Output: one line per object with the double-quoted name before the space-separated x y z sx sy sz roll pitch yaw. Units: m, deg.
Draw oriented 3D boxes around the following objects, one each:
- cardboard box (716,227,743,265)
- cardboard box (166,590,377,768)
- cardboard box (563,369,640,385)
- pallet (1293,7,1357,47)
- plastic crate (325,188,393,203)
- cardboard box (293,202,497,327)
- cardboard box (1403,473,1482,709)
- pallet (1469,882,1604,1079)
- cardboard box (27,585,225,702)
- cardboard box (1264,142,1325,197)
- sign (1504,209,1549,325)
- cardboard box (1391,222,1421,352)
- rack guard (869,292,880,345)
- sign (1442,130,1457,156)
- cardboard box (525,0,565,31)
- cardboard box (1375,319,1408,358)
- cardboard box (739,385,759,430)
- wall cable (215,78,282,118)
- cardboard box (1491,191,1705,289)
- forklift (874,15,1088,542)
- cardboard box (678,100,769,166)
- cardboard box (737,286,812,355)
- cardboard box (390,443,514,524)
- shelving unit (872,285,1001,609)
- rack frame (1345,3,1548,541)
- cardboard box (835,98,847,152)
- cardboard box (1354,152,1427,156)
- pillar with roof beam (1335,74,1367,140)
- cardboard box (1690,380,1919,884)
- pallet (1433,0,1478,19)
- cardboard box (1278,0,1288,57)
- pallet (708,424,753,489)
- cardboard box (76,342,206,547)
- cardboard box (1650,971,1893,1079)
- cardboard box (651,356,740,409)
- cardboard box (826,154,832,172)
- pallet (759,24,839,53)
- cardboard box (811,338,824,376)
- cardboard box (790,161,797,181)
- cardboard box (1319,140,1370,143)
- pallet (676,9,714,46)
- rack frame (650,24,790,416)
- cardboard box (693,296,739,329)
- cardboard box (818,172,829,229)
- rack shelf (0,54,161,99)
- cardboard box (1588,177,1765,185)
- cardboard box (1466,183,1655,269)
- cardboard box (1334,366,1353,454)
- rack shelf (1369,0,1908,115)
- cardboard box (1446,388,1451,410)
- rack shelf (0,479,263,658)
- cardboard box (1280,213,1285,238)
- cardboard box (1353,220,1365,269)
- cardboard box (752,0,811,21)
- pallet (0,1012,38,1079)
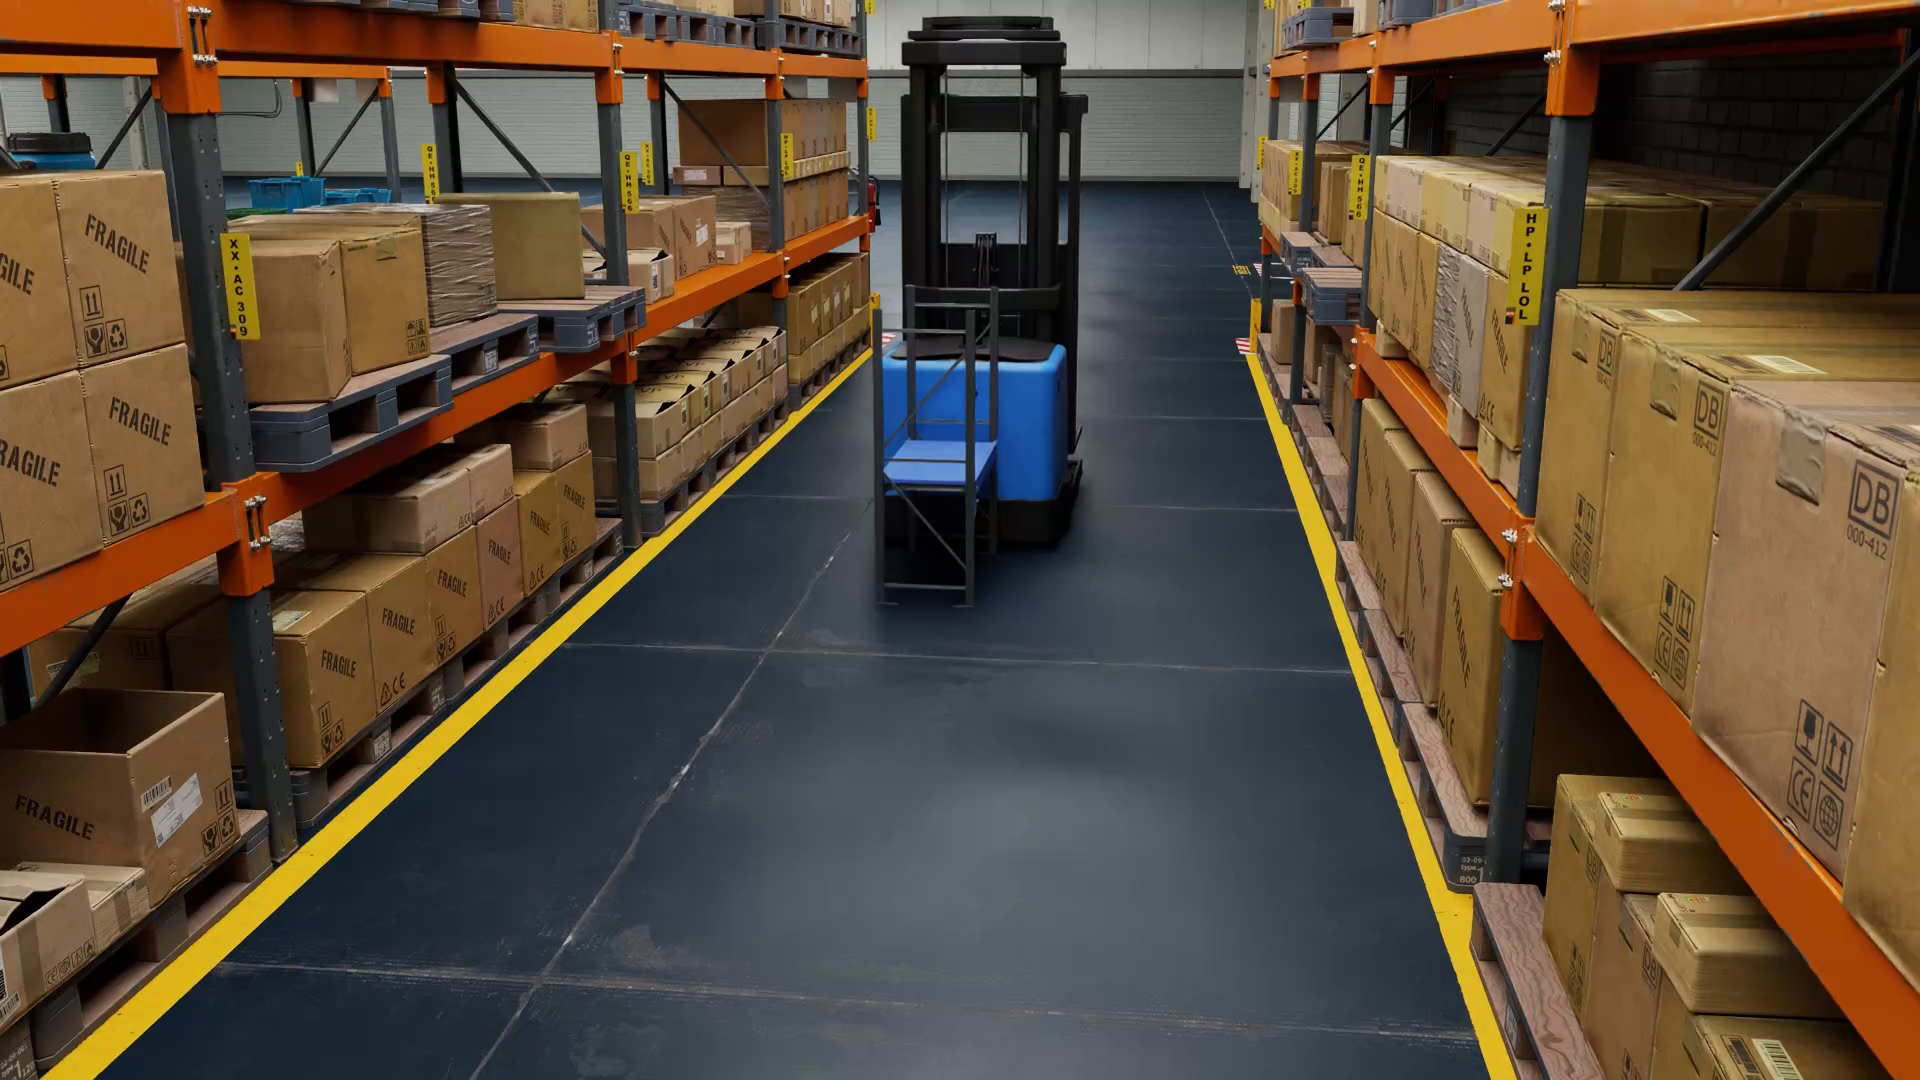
"cardboard box" -1.792 -2.158 12.154 0.396 0.266 0.258 1 15 5
"cardboard box" -2.481 0.494 6.033 0.500 0.500 0.500 1 15 4
"cardboard box" -2.400 -0.974 10.906 0.500 0.311 0.500 2 15 6
"pallet" 2.758 -3.243 10.521 1.213 0.211 1.003 2 15 6
"plastic crate" -6.104 -3.430 16.886 0.499 0.251 0.616 2 15 6
"cardboard box" -2.579 -1.272 7.623 0.700 0.500 0.500 5 16 17
"cardboard box" 2.186 0.195 6.507 0.750 0.750 0.750 2 15 8
"pallet" 1.981 1.304 4.434 1.003 0.211 1.213 2 15 6
"cardboard box" -3.007 0.476 6.100 0.500 0.500 0.500 2 15 6
"cardboard box" 3.080 -3.405 15.321 0.500 0.500 0.500 2 15 6
"sign" 1.604 -0.771 4.699 0.100 0.325 0.005 2 15 6
"cardboard box" 2.161 -1.093 7.157 0.500 0.500 0.500 2 15 6
"rack guard" -1.421 -2.293 17.186 1.175 0.500 0.348 2 15 6
"sign" 3.599 -2.855 12.256 0.100 0.325 0.005 2 15 6
"cardboard box" -2.400 -2.669 7.847 0.910 0.500 0.500 2 15 6
"cardboard box" 2.177 -0.952 7.880 0.380 0.149 0.250 2 15 8
"cardboard box" -1.750 -0.952 11.899 0.500 0.250 0.500 2 15 8
"wall cable" -21.988 -13.973 50.045 3.097 2.526 0.112 2 15 6
"cardboard box" 1.943 -0.929 5.114 0.500 0.250 0.500 2 15 8
"forklift" 0.219 -1.740 10.482 1.130 2.935 3.031 2 15 7
"cardboard box" -1.831 -3.246 13.244 0.700 0.500 0.500 2 15 7
"cardboard box" -1.512 -1.805 13.617 0.500 0.500 0.500 2 15 6
"cardboard box" -2.312 -0.257 7.375 0.500 0.250 0.500 1 15 5
"shelving unit" -0.108 -0.520 8.711 0.538 1.500 1.048 2 15 7
"rack frame" 2.596 -1.274 8.627 1.000 3.000 0.127 2 15 6
"cardboard box" -1.495 -4.034 16.157 0.700 0.500 0.500 2 15 6
"cardboard box" 3.308 -2.726 12.811 0.500 0.500 0.500 1 15 5
"pillar with roof beam" 0.679 -7.721 20.976 9.100 9.000 0.400 2 15 6
"cardboard box" 1.907 0.137 2.834 0.980 0.700 0.700 1 15 4
"pallet" 2.453 -2.172 6.564 1.003 0.211 1.213 2 15 9
"cardboard box" 3.062 -4.502 14.590 0.500 0.500 0.500 2 15 9
"pallet" -2.055 -0.601 11.479 1.003 0.211 1.213 2 15 6
"cardboard box" -2.579 -0.293 4.806 0.500 0.500 0.500 2 15 7
"cardboard box" 1.838 1.222 3.382 0.700 0.500 0.500 2 15 8
"cardboard box" -1.808 -1.094 11.351 0.500 0.311 0.500 2 15 6
"cardboard box" -1.394 -3.483 15.362 0.380 0.149 0.250 2 15 8
"pallet" -1.665 -4.399 14.608 1.003 0.211 1.213 2 15 6
"cardboard box" -1.460 -1.573 14.195 0.500 0.250 0.500 2 15 6
"cardboard box" -1.569 -3.082 13.879 0.380 0.149 0.250 2 15 6
"cardboard box" 3.657 -3.520 15.744 0.500 0.500 0.500 2 15 6
"pallet" -2.216 -3.245 10.530 1.003 0.211 1.213 2 15 9
"rack frame" -1.875 -2.456 13.000 1.000 3.000 0.127 2 15 6
"cardboard box" -1.972 -1.950 14.153 0.500 0.500 0.500 2 15 6
"cardboard box" -1.606 -3.156 15.397 0.700 0.500 0.500 2 15 7
"rack shelf" -7.022 -3.185 11.327 1.077 0.370 4.000 2 15 6
"cardboard box" 2.559 -1.178 6.035 0.500 0.250 0.500 1 15 4
"cardboard box" 2.010 -1.061 5.603 0.500 0.250 0.500 2 15 7
"cardboard box" 2.875 -0.859 11.039 0.700 0.500 0.500 2 15 7
"rack shelf" 2.370 -1.856 6.411 1.077 0.370 4.000 2 15 6
"cardboard box" 2.088 -0.549 6.390 0.380 0.149 0.250 1 15 5
"rack shelf" -3.004 0.484 3.502 1.077 0.370 4.000 2 15 6
"cardboard box" 2.864 -2.509 13.445 0.500 0.250 0.500 2 15 7
"cardboard box" 2.675 -1.803 9.548 0.700 0.500 0.500 0 15 1
"cardboard box" -1.495 -4.395 13.519 0.500 0.311 0.500 1 15 3
"pallet" -2.992 1.460 3.858 1.003 0.211 1.213 2 15 6
